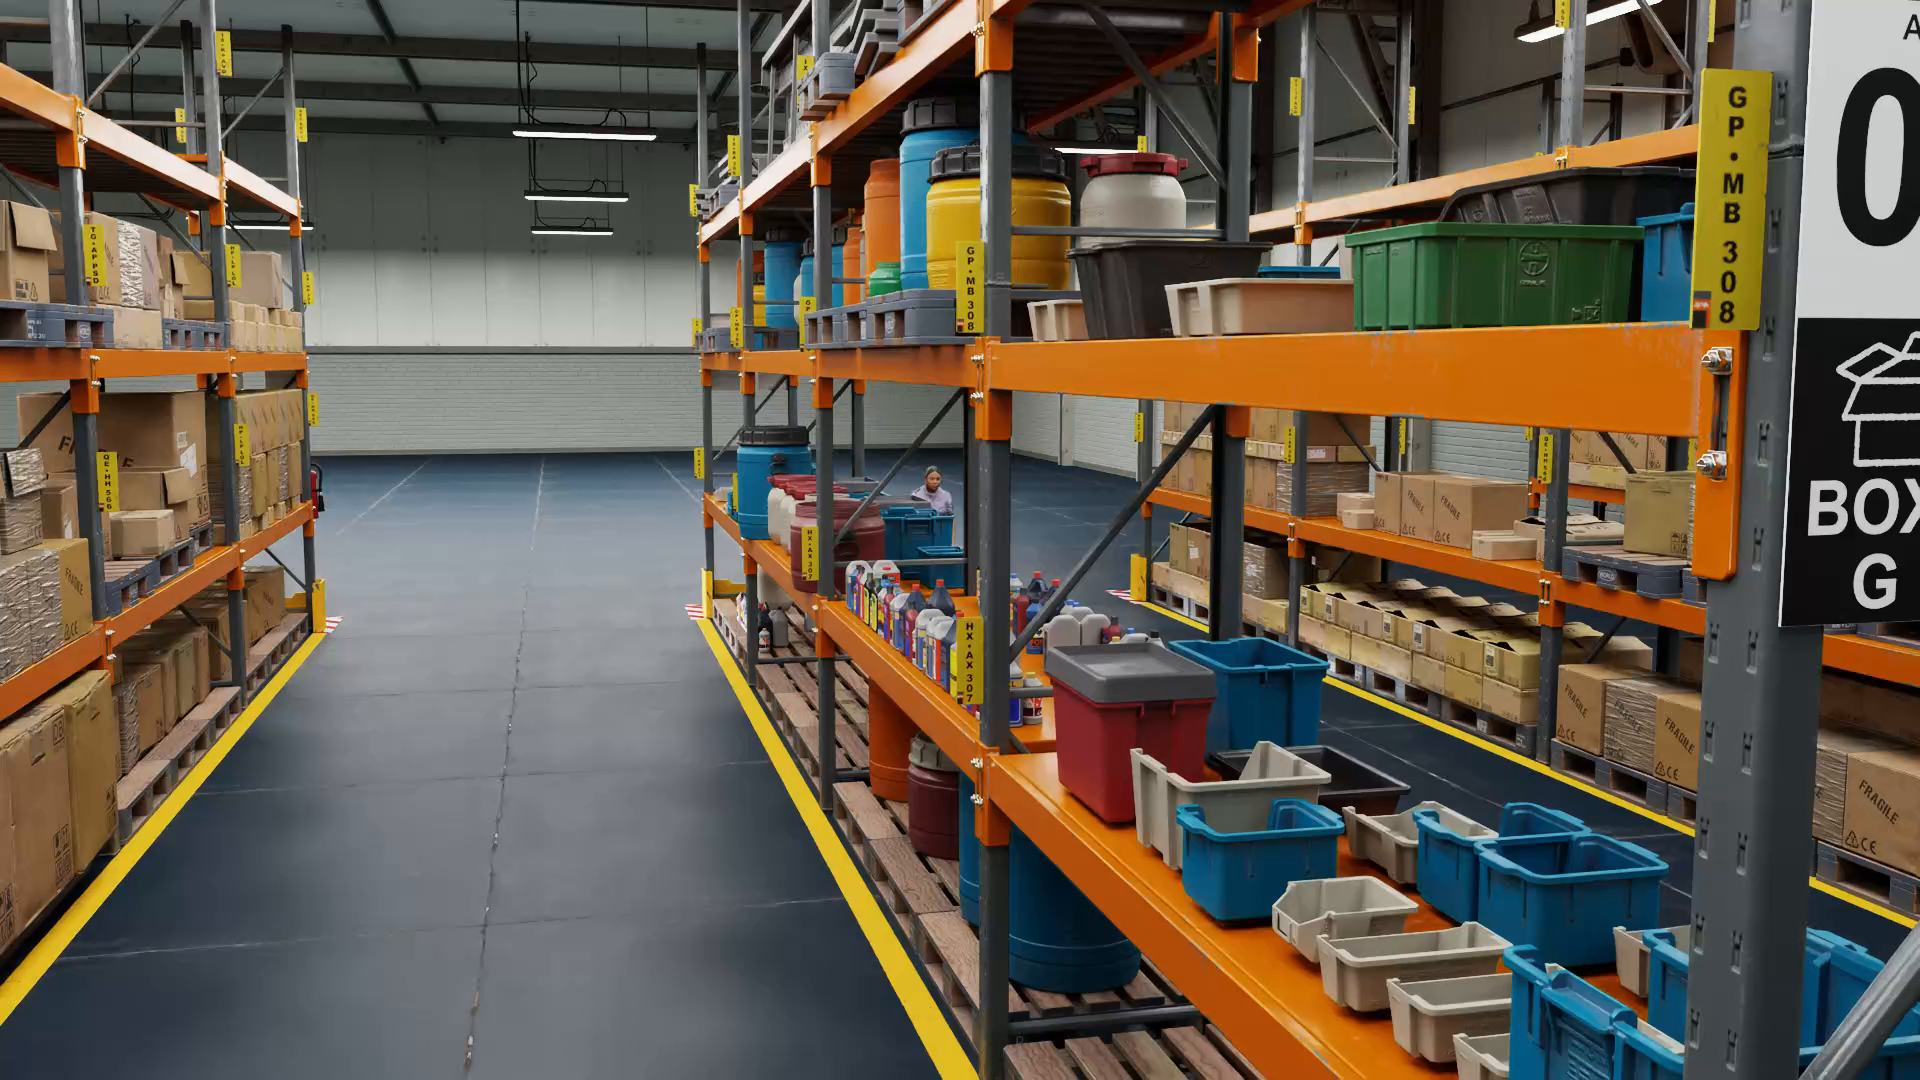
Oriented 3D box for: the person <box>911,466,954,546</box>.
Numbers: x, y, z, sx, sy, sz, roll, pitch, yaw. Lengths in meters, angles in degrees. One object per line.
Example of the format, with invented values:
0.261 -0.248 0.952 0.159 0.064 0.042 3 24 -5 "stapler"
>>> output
-0.314 0.059 17.244 0.537 1.637 0.372 -1 6 -13 "person"
